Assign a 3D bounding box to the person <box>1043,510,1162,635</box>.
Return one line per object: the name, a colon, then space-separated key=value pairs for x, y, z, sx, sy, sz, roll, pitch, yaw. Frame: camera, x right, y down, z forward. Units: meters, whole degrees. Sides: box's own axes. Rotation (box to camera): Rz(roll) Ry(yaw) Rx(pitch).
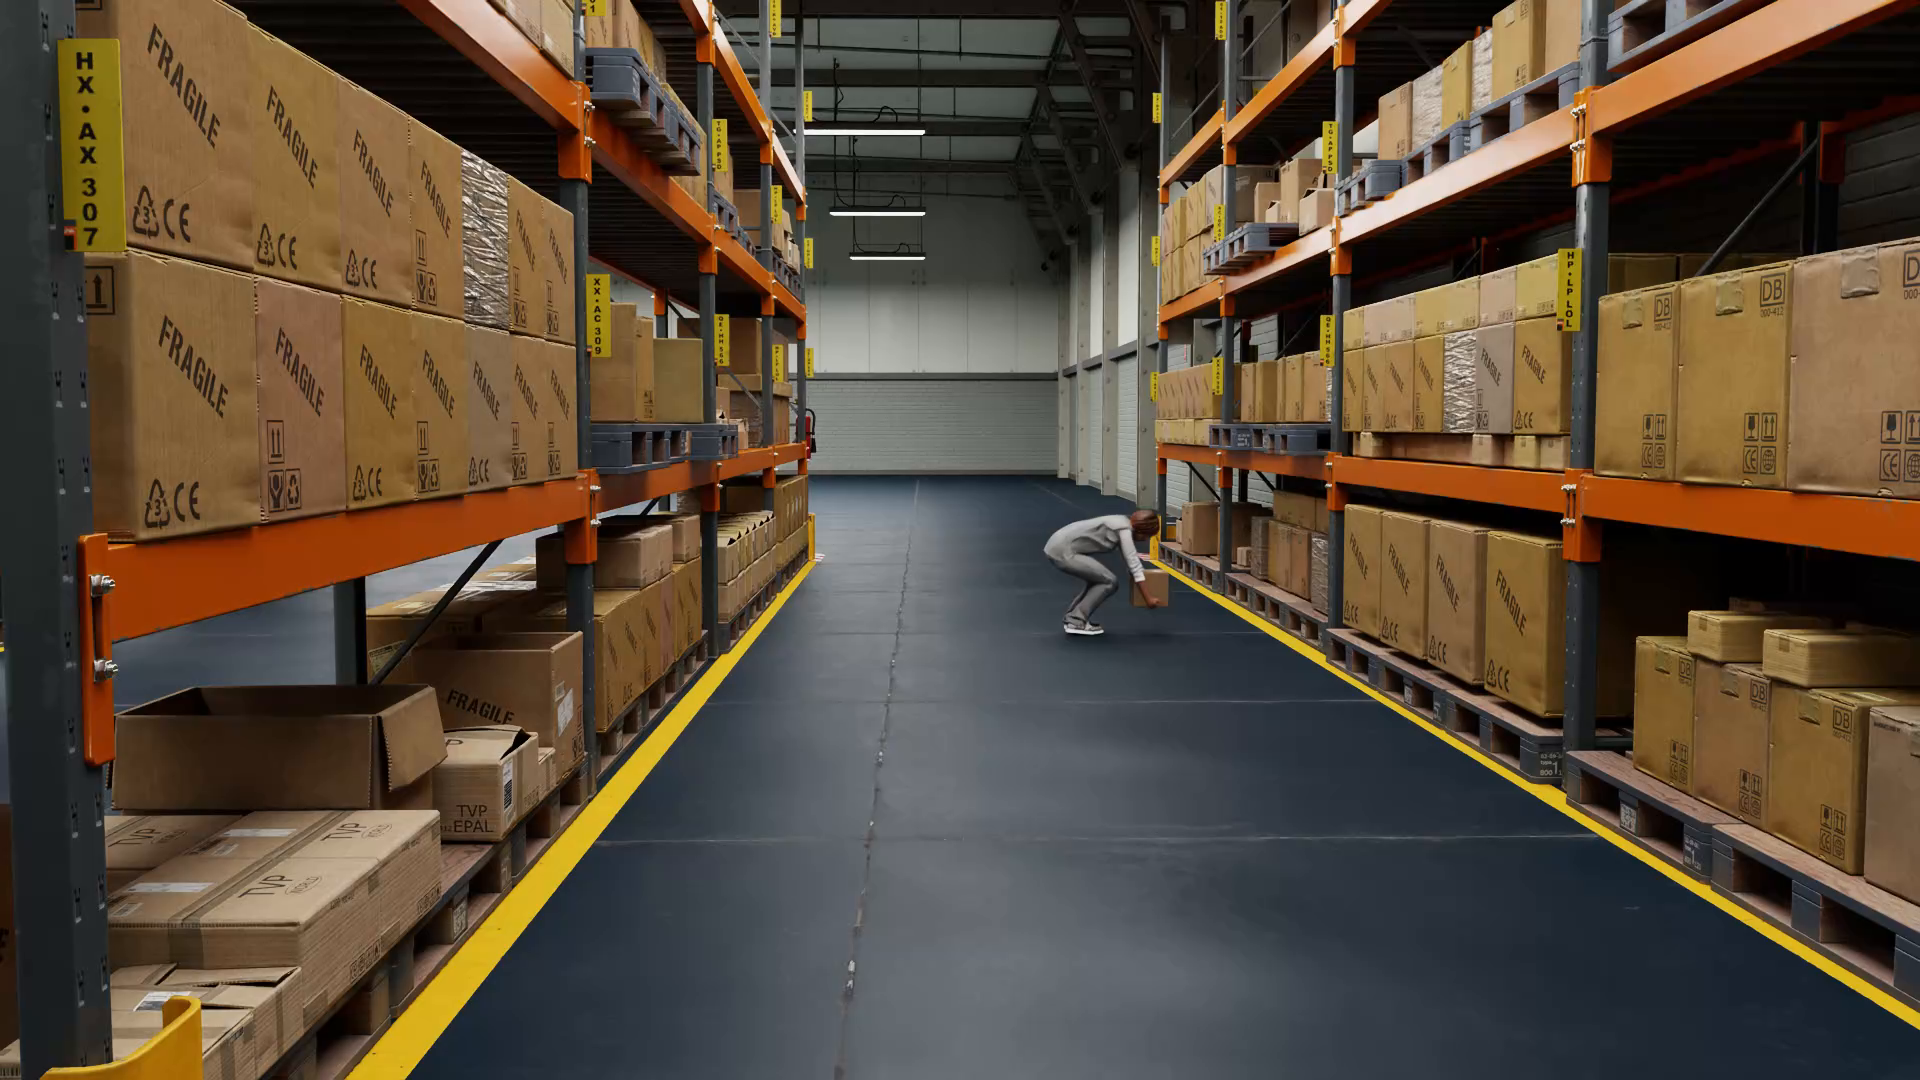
person: x=1.027 y=0.231 z=12.021 sx=0.849 sy=0.892 sz=0.430 roll=0 pitch=4 yaw=-3
